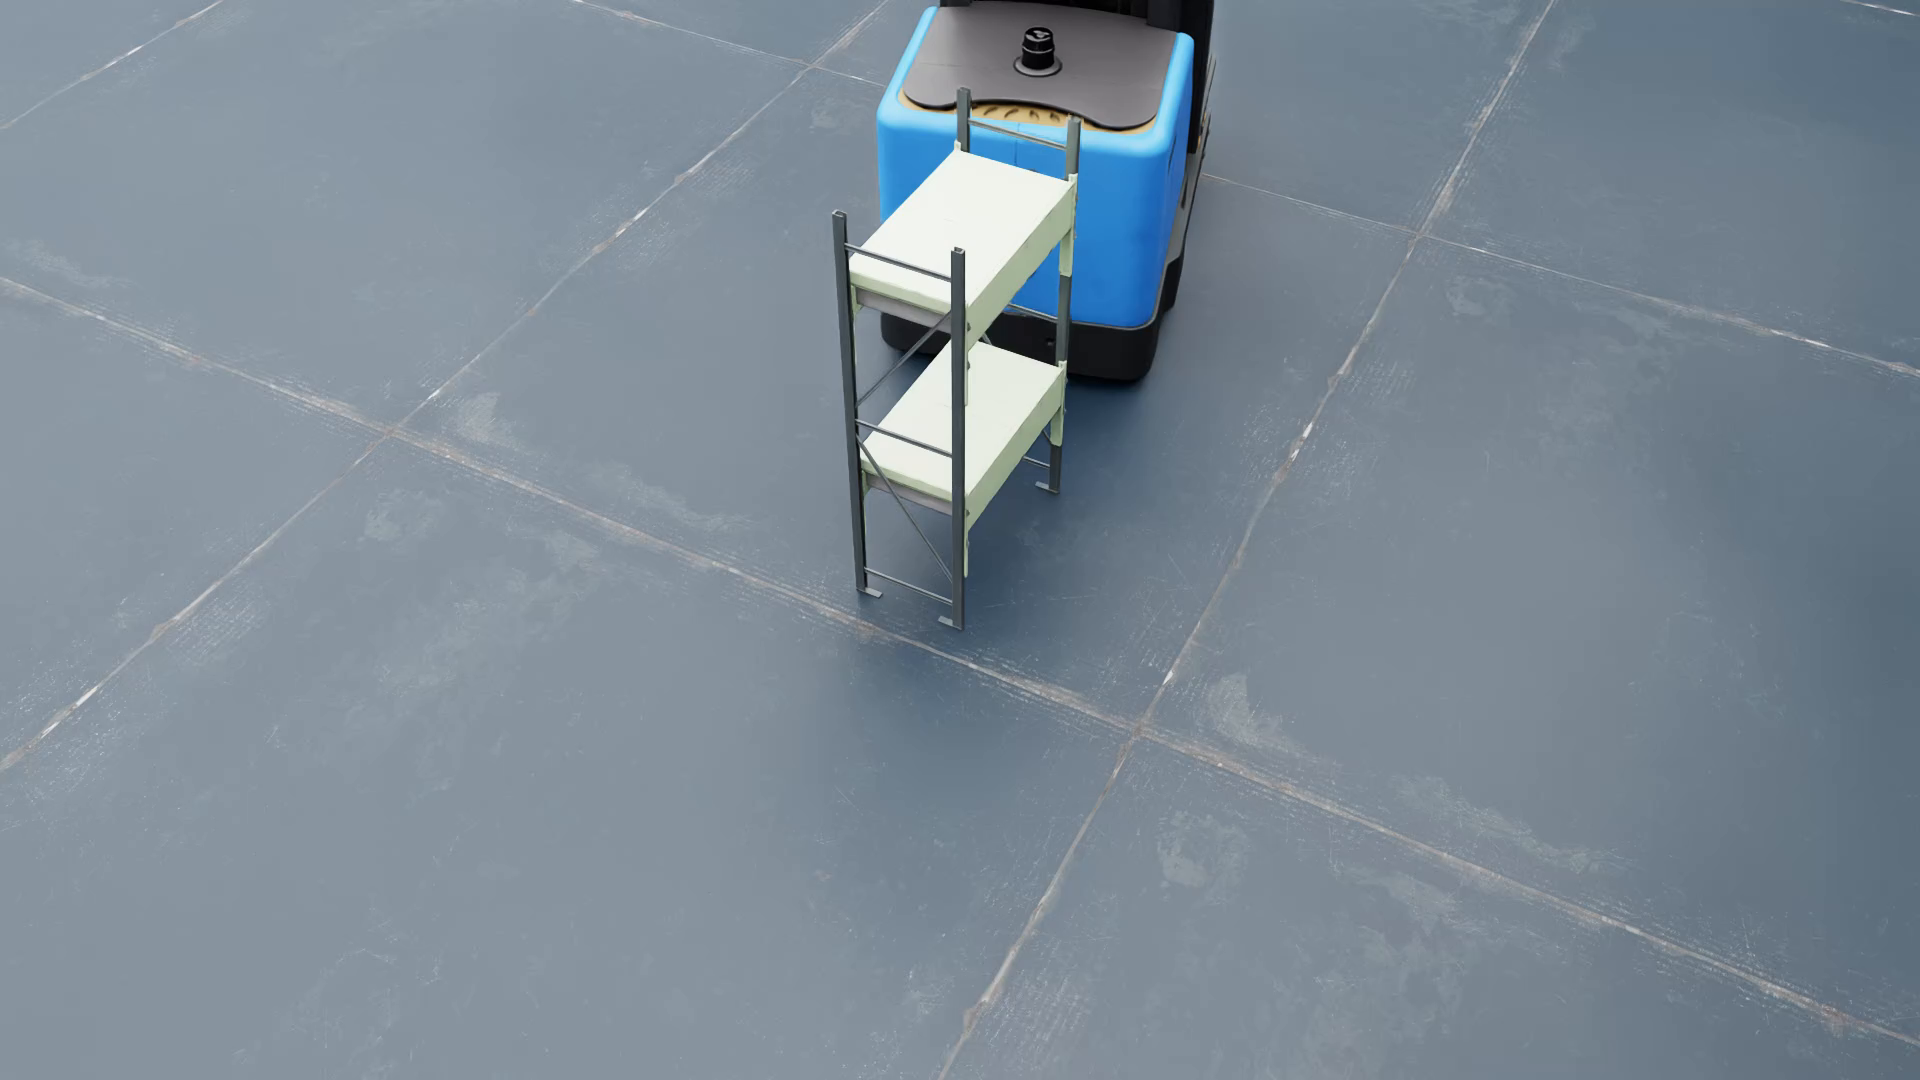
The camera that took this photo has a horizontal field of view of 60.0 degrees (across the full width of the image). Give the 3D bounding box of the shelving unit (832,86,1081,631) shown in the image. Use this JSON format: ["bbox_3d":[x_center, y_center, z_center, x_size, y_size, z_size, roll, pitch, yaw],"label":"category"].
[{"bbox_3d":[0.003,-0.531,5.221,0.431,1.500,0.755,20,49,19],"label":"shelving unit"}]

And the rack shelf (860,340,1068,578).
[{"bbox_3d":[0.003,-0.302,5.453,0.431,0.370,0.720,20,49,19],"label":"rack shelf"}]

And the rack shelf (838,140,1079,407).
[{"bbox_3d":[0.003,-0.806,4.943,0.431,0.370,0.720,20,49,19],"label":"rack shelf"}]

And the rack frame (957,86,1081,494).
[{"bbox_3d":[0.173,-0.762,5.449,0.400,1.500,0.023,20,49,19],"label":"rack frame"}]

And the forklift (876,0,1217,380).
[{"bbox_3d":[0.511,-2.696,6.354,1.130,2.935,3.031,9,46,9],"label":"forklift"}]

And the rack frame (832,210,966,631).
[{"bbox_3d":[-0.167,-0.301,4.993,0.400,1.500,0.023,20,49,19],"label":"rack frame"}]
